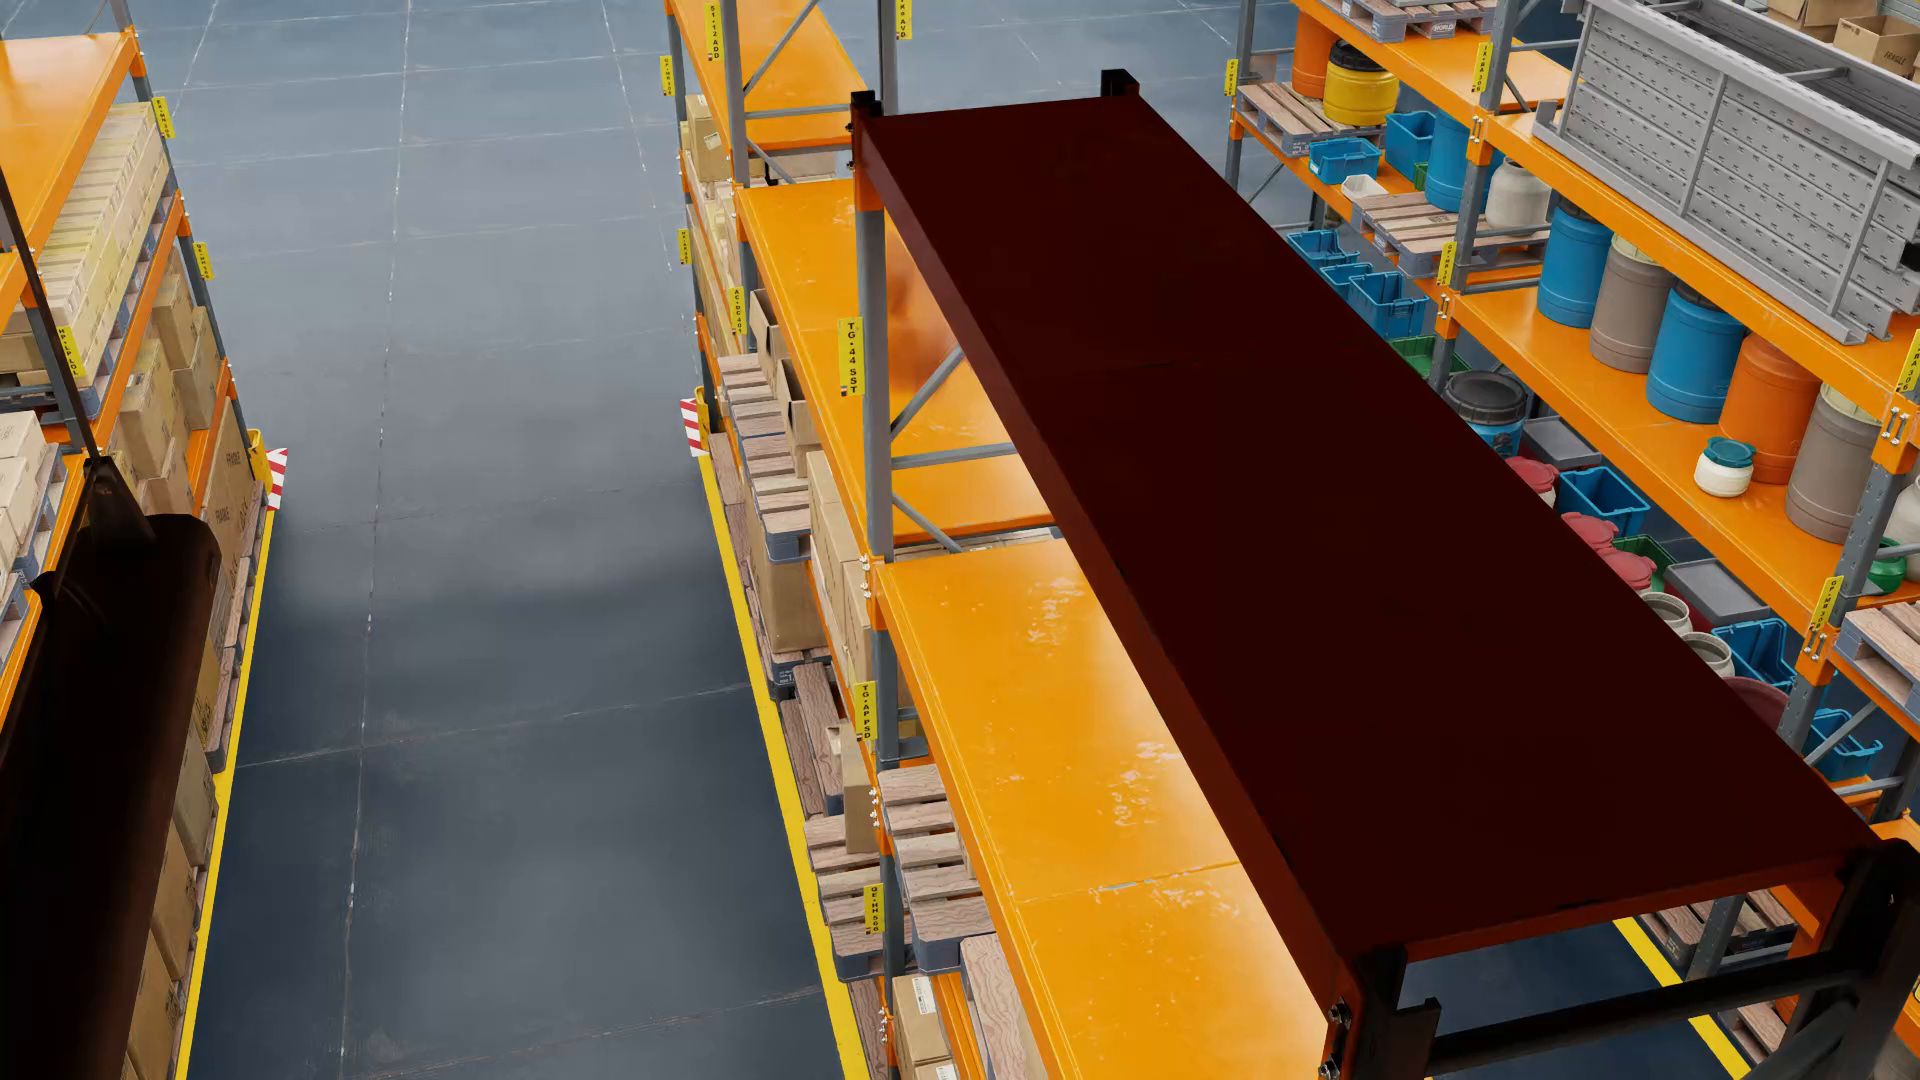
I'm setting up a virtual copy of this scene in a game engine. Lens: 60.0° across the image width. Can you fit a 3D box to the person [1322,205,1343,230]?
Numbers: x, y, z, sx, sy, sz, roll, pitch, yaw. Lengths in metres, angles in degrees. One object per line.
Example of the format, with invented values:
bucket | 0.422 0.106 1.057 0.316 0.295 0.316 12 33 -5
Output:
person | 4.551 -4.265 18.706 1.006 1.803 0.690 5 35 7
